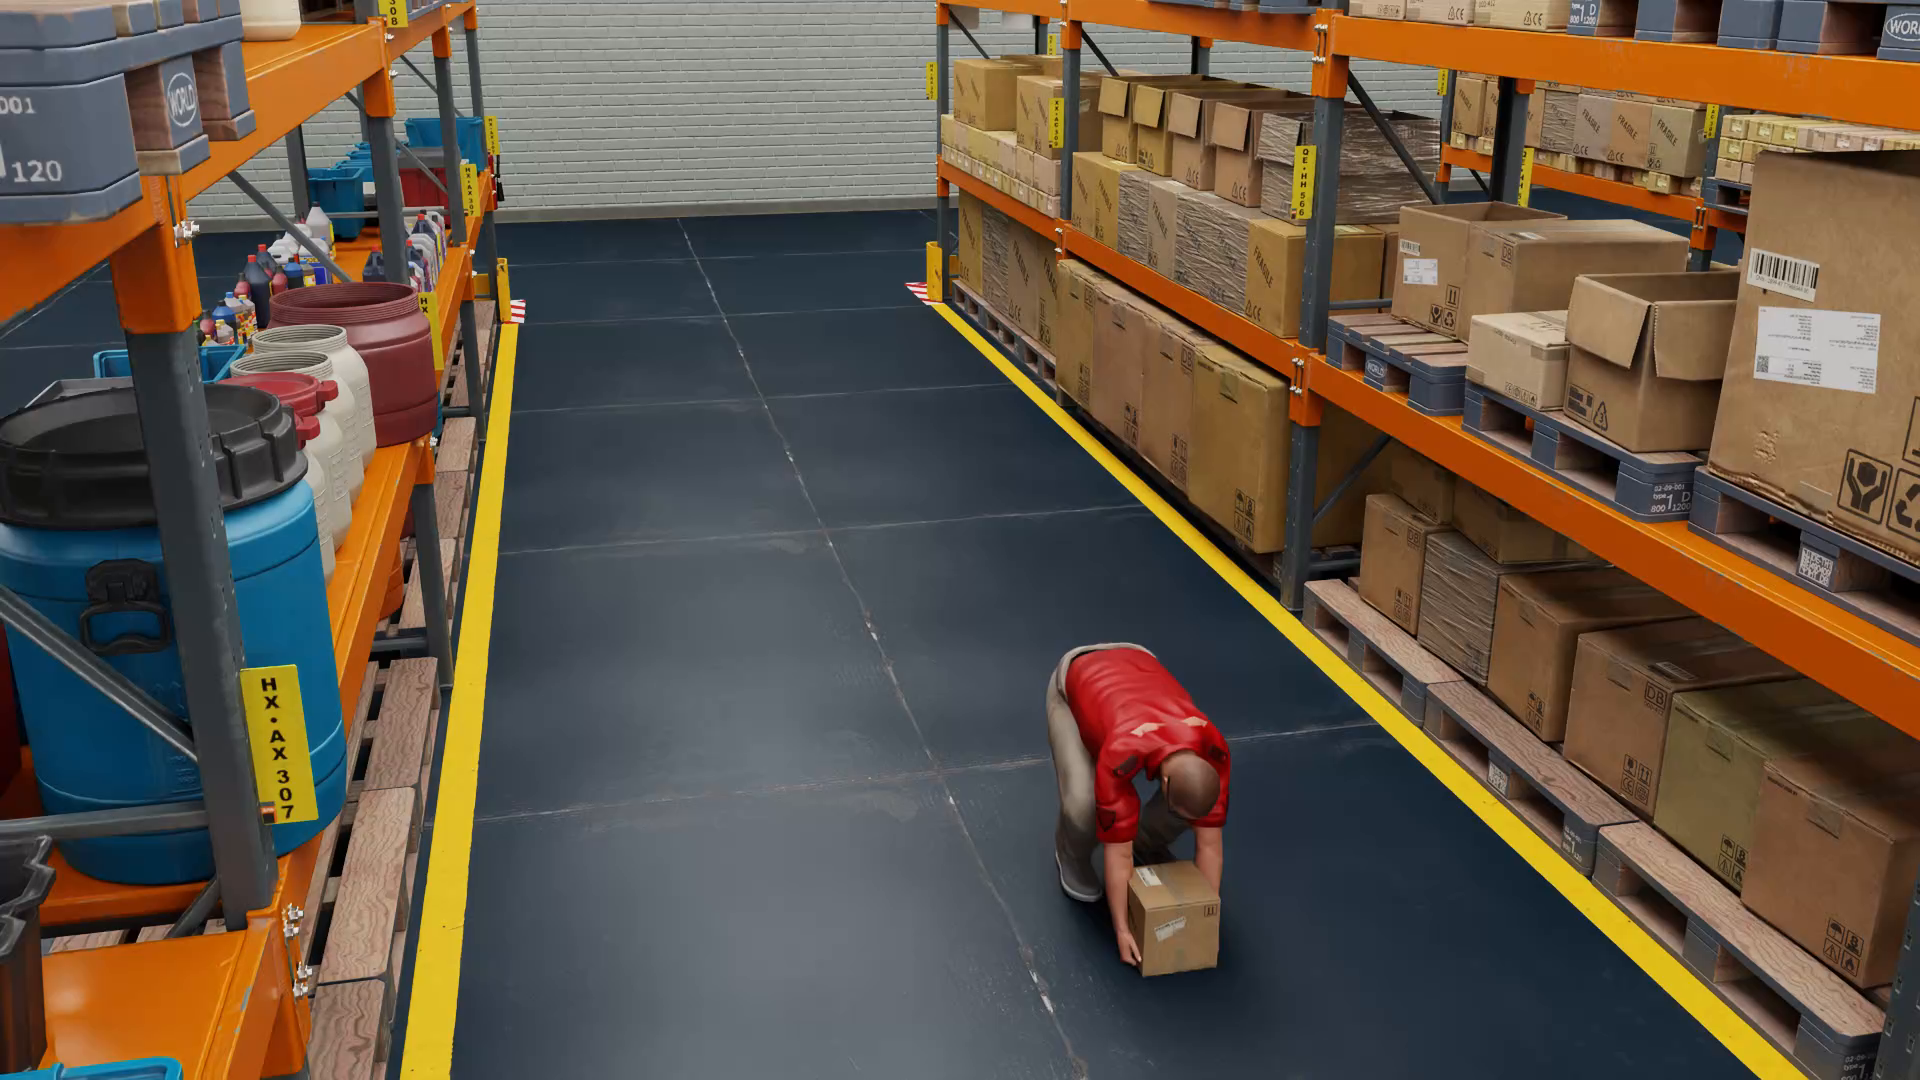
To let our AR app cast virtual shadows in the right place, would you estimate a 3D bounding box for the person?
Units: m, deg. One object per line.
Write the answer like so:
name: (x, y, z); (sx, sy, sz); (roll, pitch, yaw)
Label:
person: (0.560, 0.354, 5.587); (0.572, 1.727, 0.390); (-5, 20, -14)
